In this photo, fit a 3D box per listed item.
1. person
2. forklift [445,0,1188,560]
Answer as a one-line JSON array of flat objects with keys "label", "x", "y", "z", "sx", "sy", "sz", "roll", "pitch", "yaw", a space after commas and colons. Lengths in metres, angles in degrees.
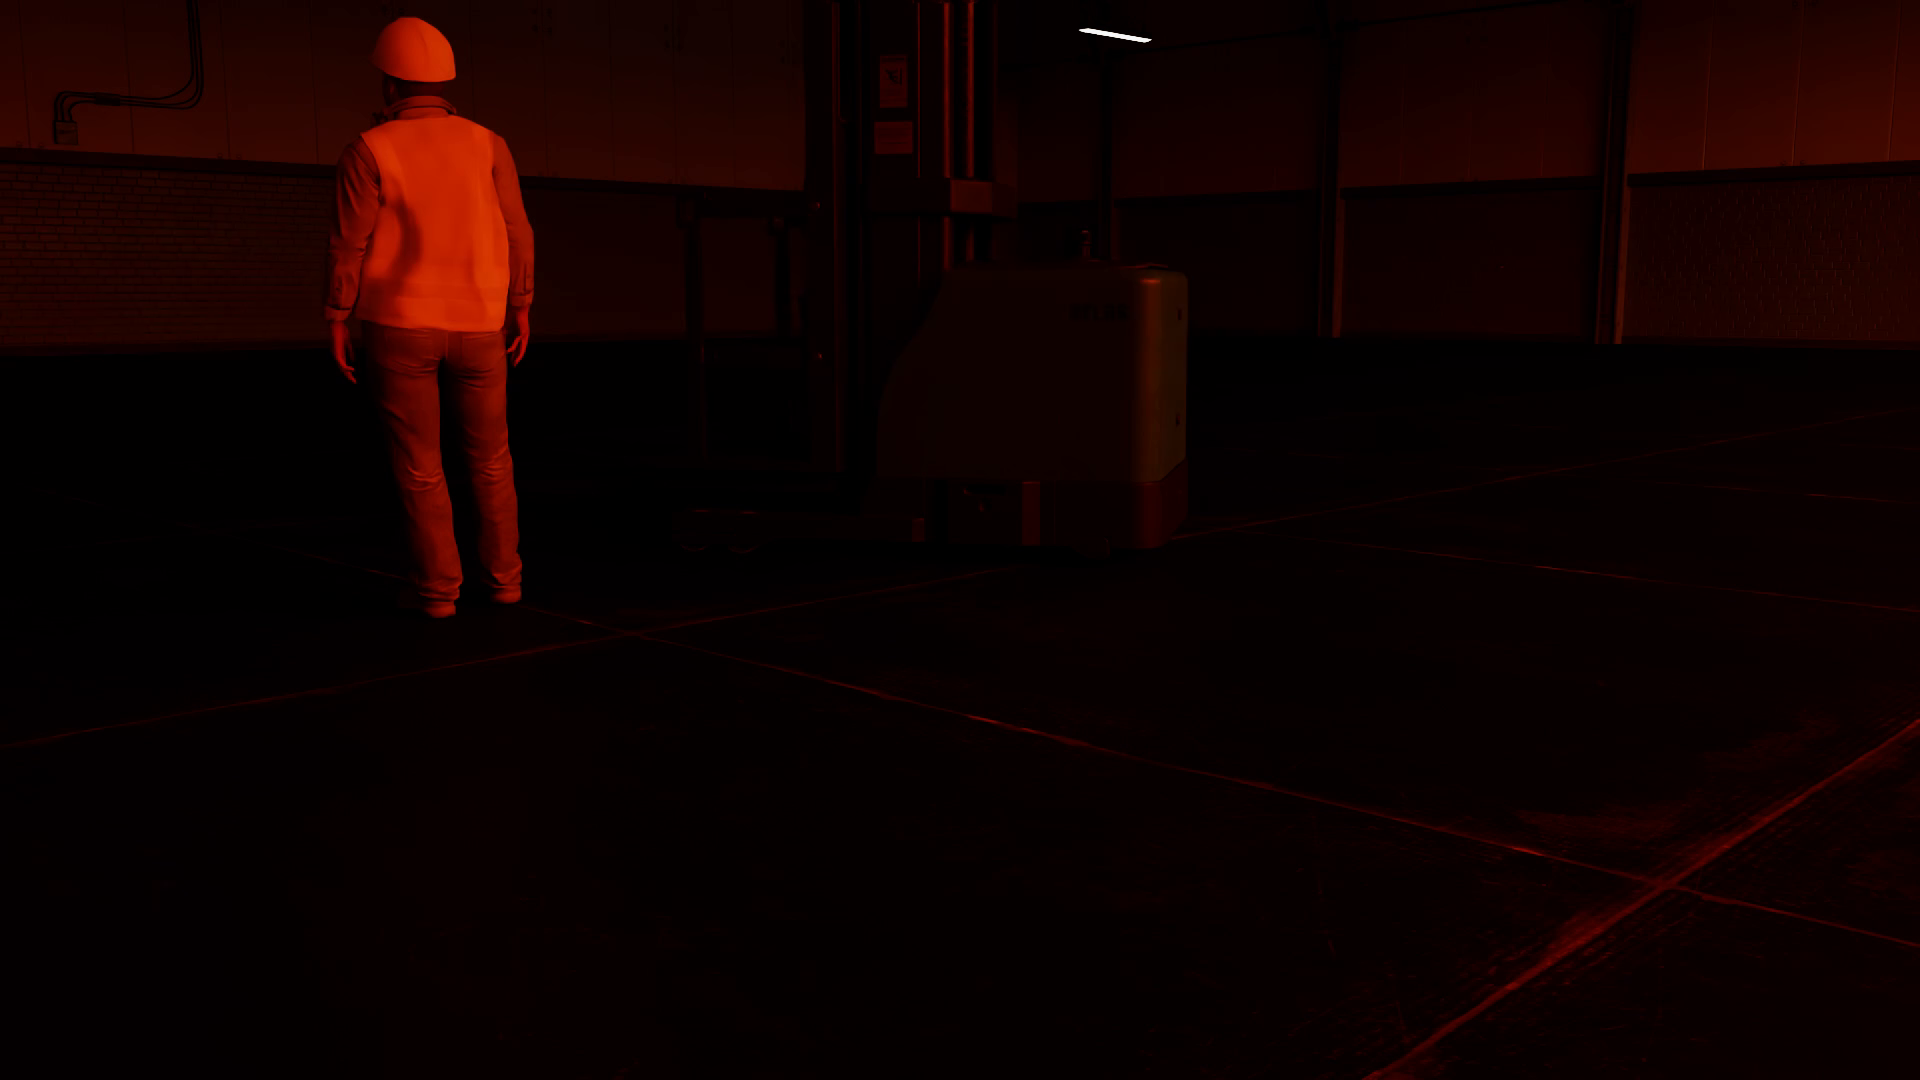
[{"label": "person", "x": -1.624, "y": -0.656, "z": 5.074, "sx": 0.633, "sy": 1.775, "sz": 0.563, "roll": -5, "pitch": 10, "yaw": -32}, {"label": "forklift", "x": -0.631, "y": -1.470, "z": 6.639, "sx": 3.031, "sy": 2.935, "sz": 1.130, "roll": 2, "pitch": 9, "yaw": 14}]
